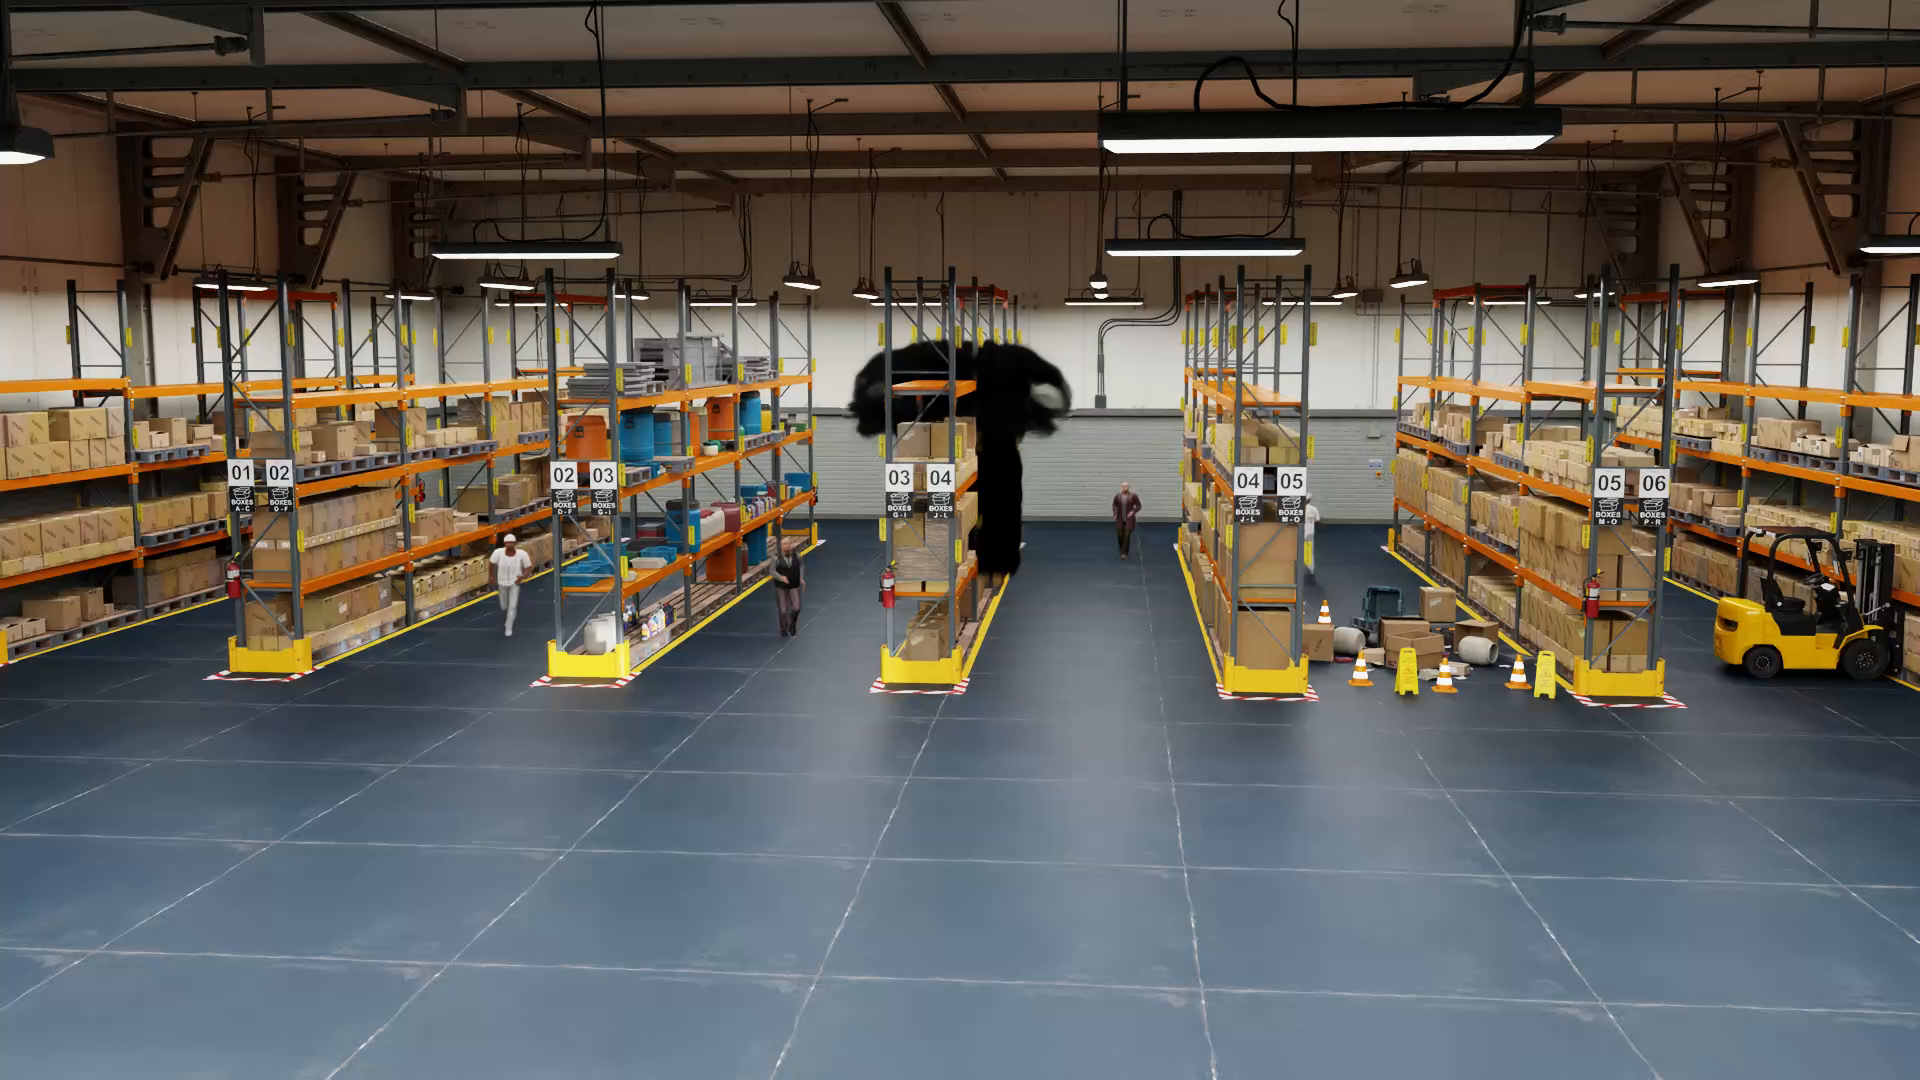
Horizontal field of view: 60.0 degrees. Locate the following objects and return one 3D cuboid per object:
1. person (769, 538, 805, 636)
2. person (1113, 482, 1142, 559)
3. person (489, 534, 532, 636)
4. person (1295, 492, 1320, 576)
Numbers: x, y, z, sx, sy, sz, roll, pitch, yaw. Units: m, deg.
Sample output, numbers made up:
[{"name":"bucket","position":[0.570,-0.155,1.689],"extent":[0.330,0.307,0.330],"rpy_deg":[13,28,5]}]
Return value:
[{"name":"person","position":[-2.858,0.799,27.685],"extent":[0.633,1.678,0.719],"rpy_deg":[-2,7,-17]},{"name":"person","position":[3.769,-0.435,37.777],"extent":[0.699,1.733,0.671],"rpy_deg":[2,7,18]},{"name":"person","position":[-7.646,0.740,28.312],"extent":[0.735,1.720,0.708],"rpy_deg":[-1,7,-5]},{"name":"person","position":[7.191,-0.092,34.804],"extent":[0.672,1.825,0.901],"rpy_deg":[1,7,5]}]
